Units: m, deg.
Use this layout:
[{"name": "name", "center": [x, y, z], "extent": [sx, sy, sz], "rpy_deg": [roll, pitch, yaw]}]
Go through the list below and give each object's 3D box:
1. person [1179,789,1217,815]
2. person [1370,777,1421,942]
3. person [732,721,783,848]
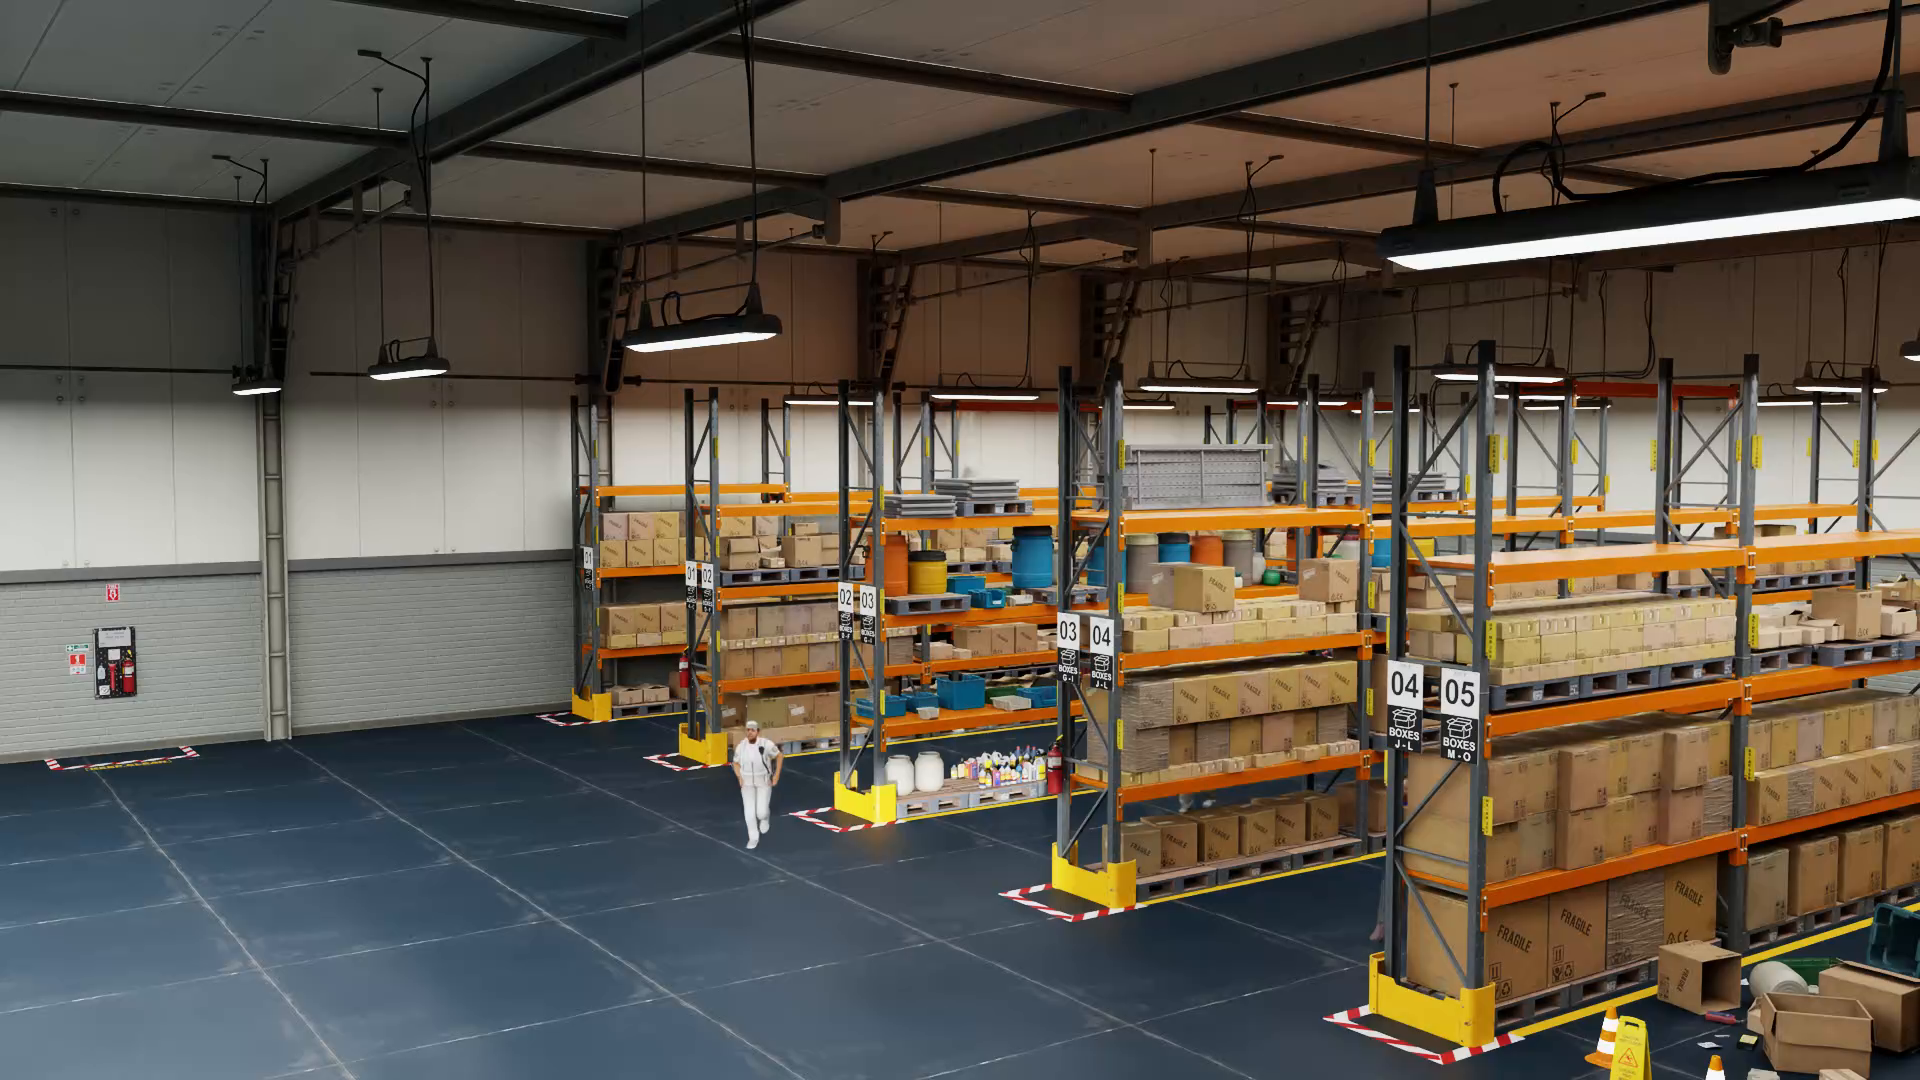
[{"name": "person", "center": [3.341, 2.956, 23.017], "extent": [0.544, 1.707, 0.797], "rpy_deg": [3, 4, 39]}, {"name": "person", "center": [4.708, 3.351, 17.378], "extent": [1.057, 1.585, 0.543], "rpy_deg": [-3, 5, -42]}, {"name": "person", "center": [-2.578, 3.094, 21.100], "extent": [0.620, 1.627, 0.619], "rpy_deg": [0, 3, 5]}]
